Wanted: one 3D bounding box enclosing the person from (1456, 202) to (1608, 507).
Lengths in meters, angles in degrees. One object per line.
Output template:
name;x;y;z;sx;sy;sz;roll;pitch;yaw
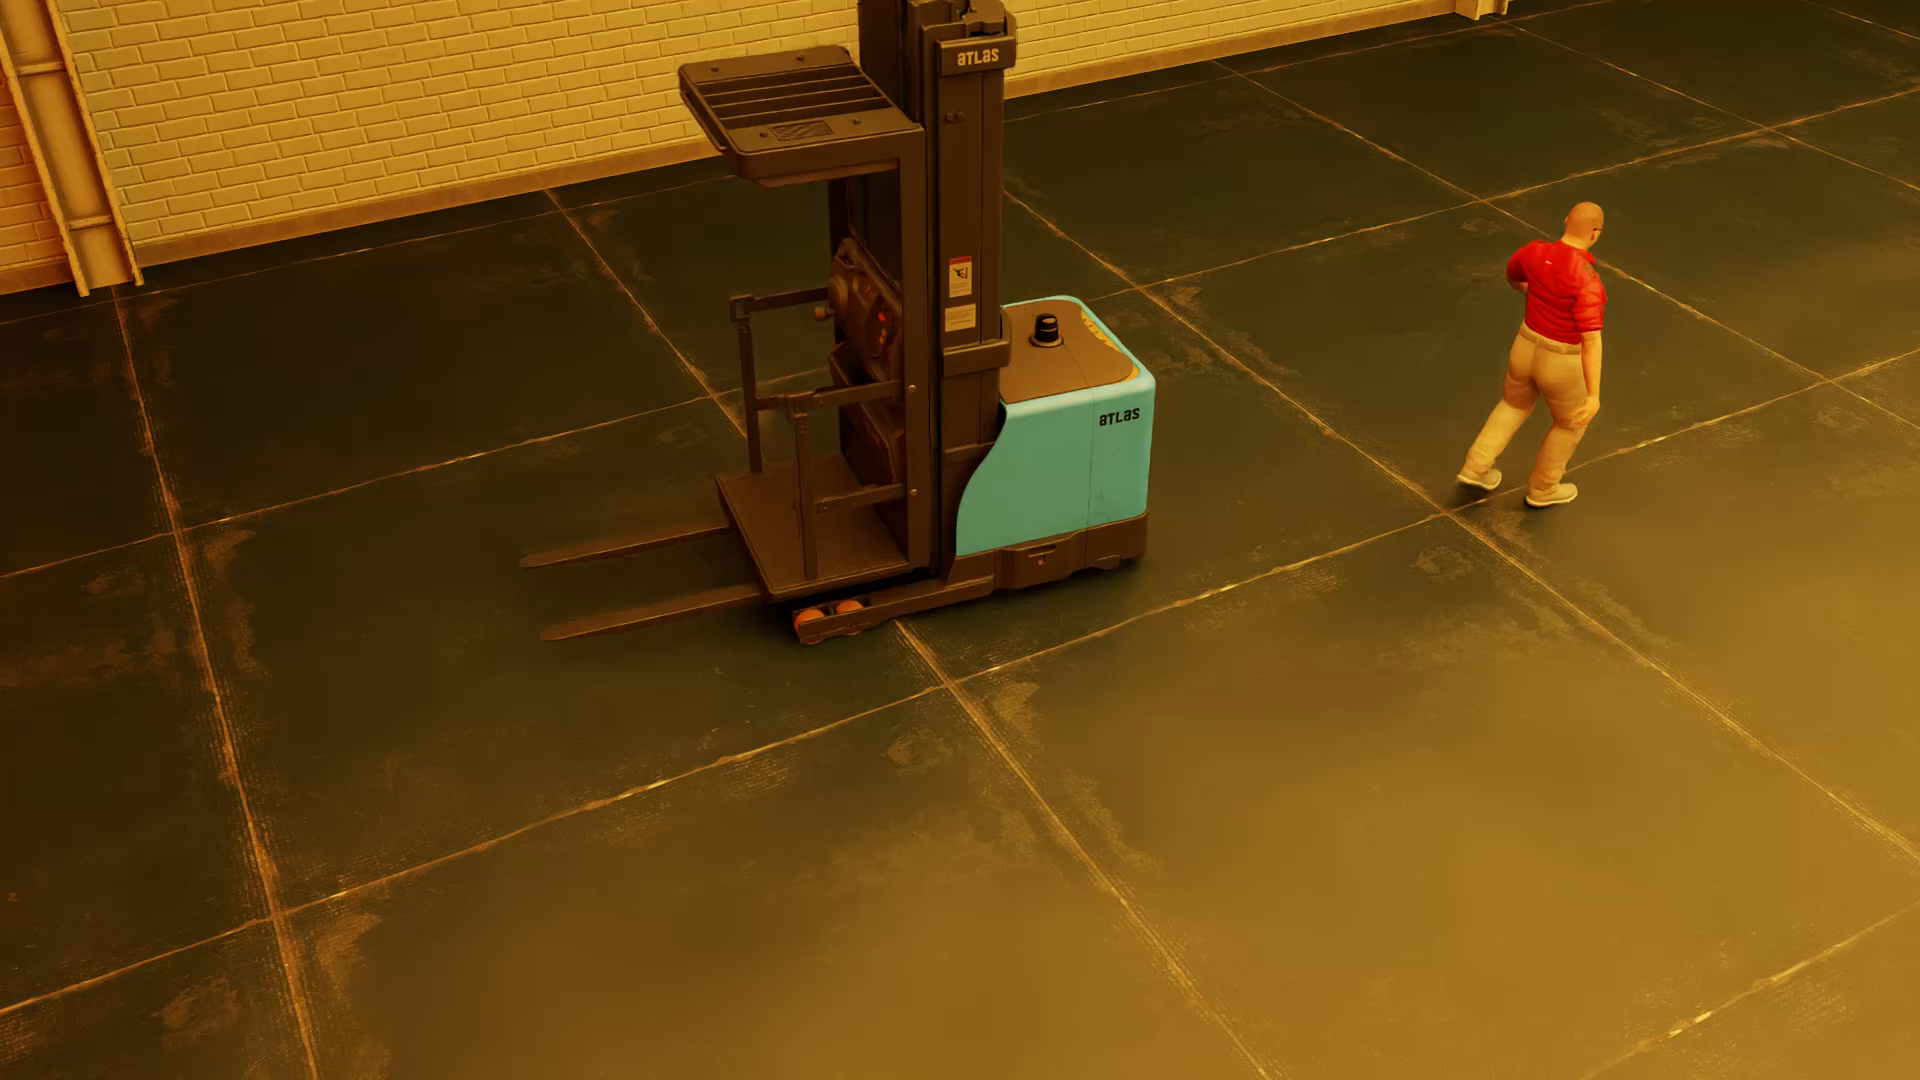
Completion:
person;3.027;-0.919;8.489;0.680;1.710;0.870;-20;40;-26

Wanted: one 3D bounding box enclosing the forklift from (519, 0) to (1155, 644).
forklift;-0.623;-1.044;7.600;3.031;2.935;1.130;-12;37;-17
